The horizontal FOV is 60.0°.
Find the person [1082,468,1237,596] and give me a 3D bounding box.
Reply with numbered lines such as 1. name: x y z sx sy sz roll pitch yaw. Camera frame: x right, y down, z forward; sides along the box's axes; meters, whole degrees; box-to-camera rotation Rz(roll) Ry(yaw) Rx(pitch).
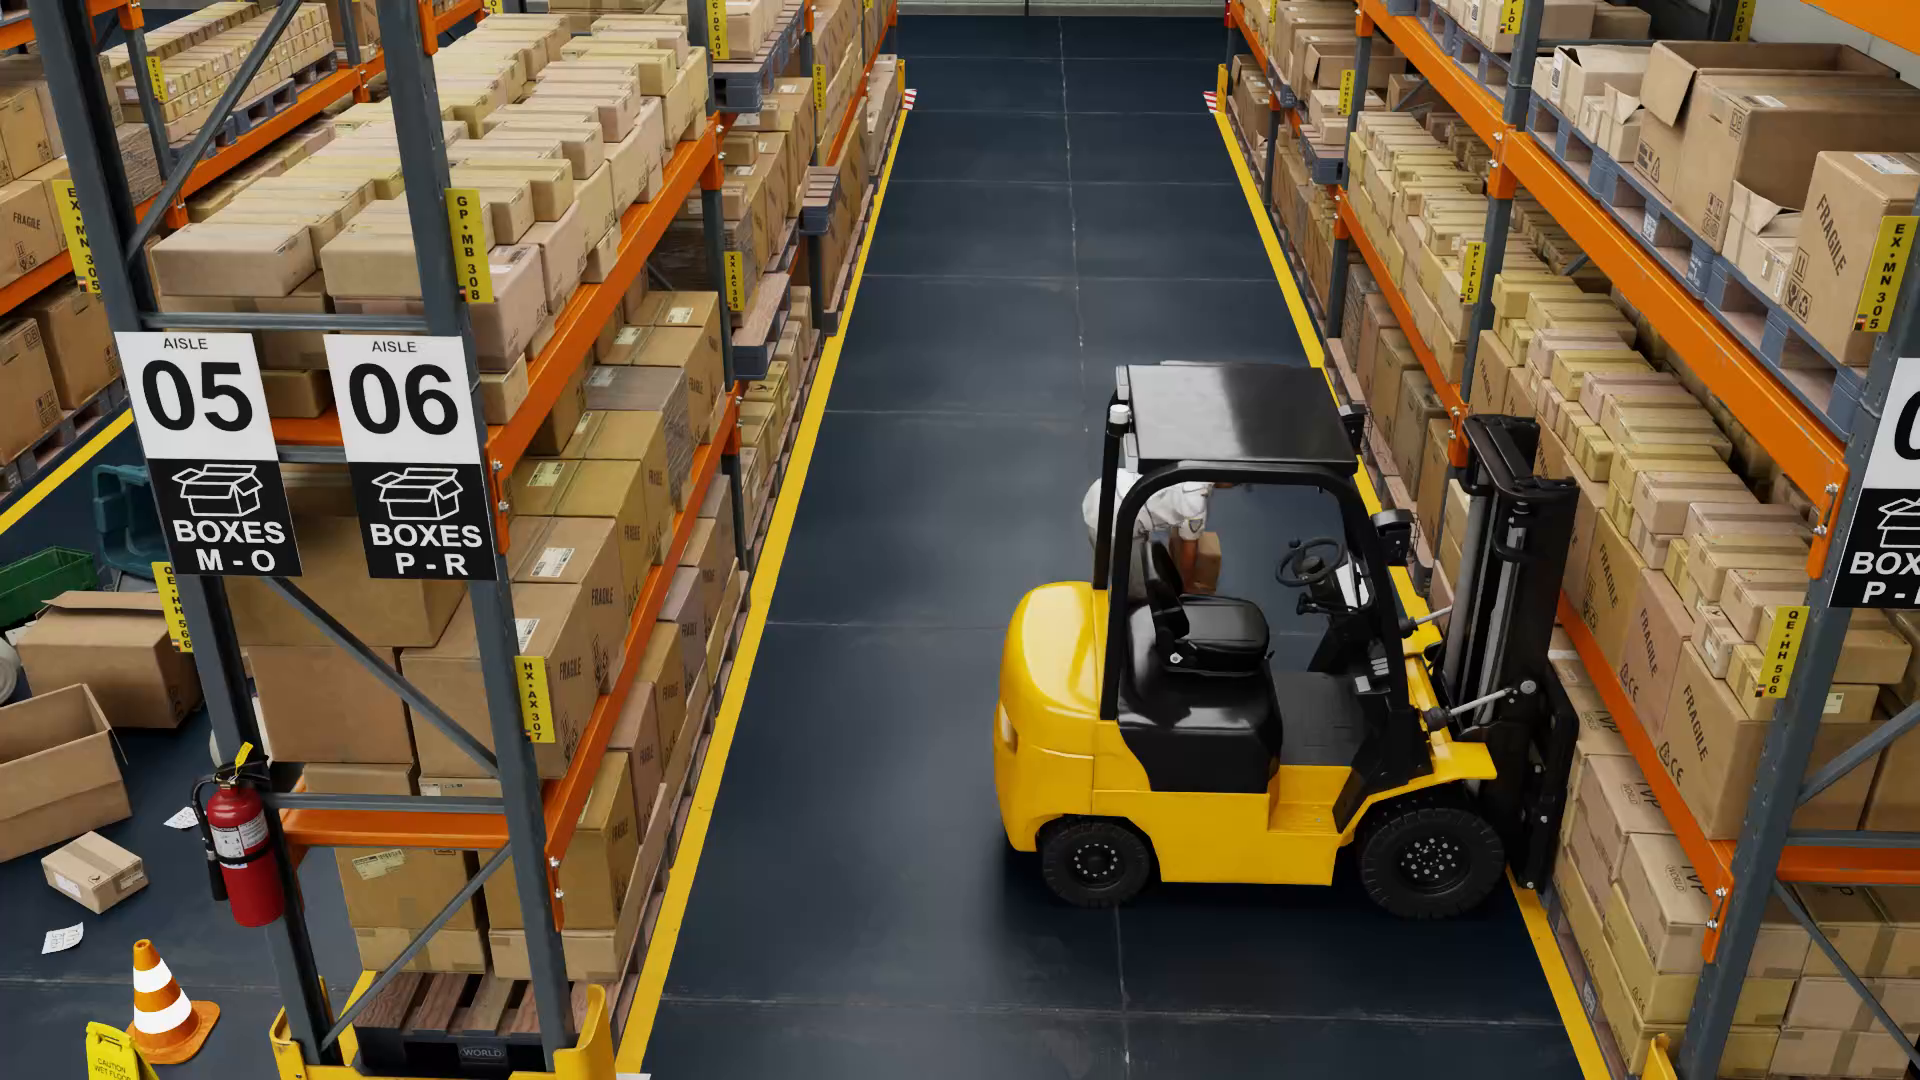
1. person: 1.087 0.074 8.924 0.874 1.254 0.462 0 28 1
